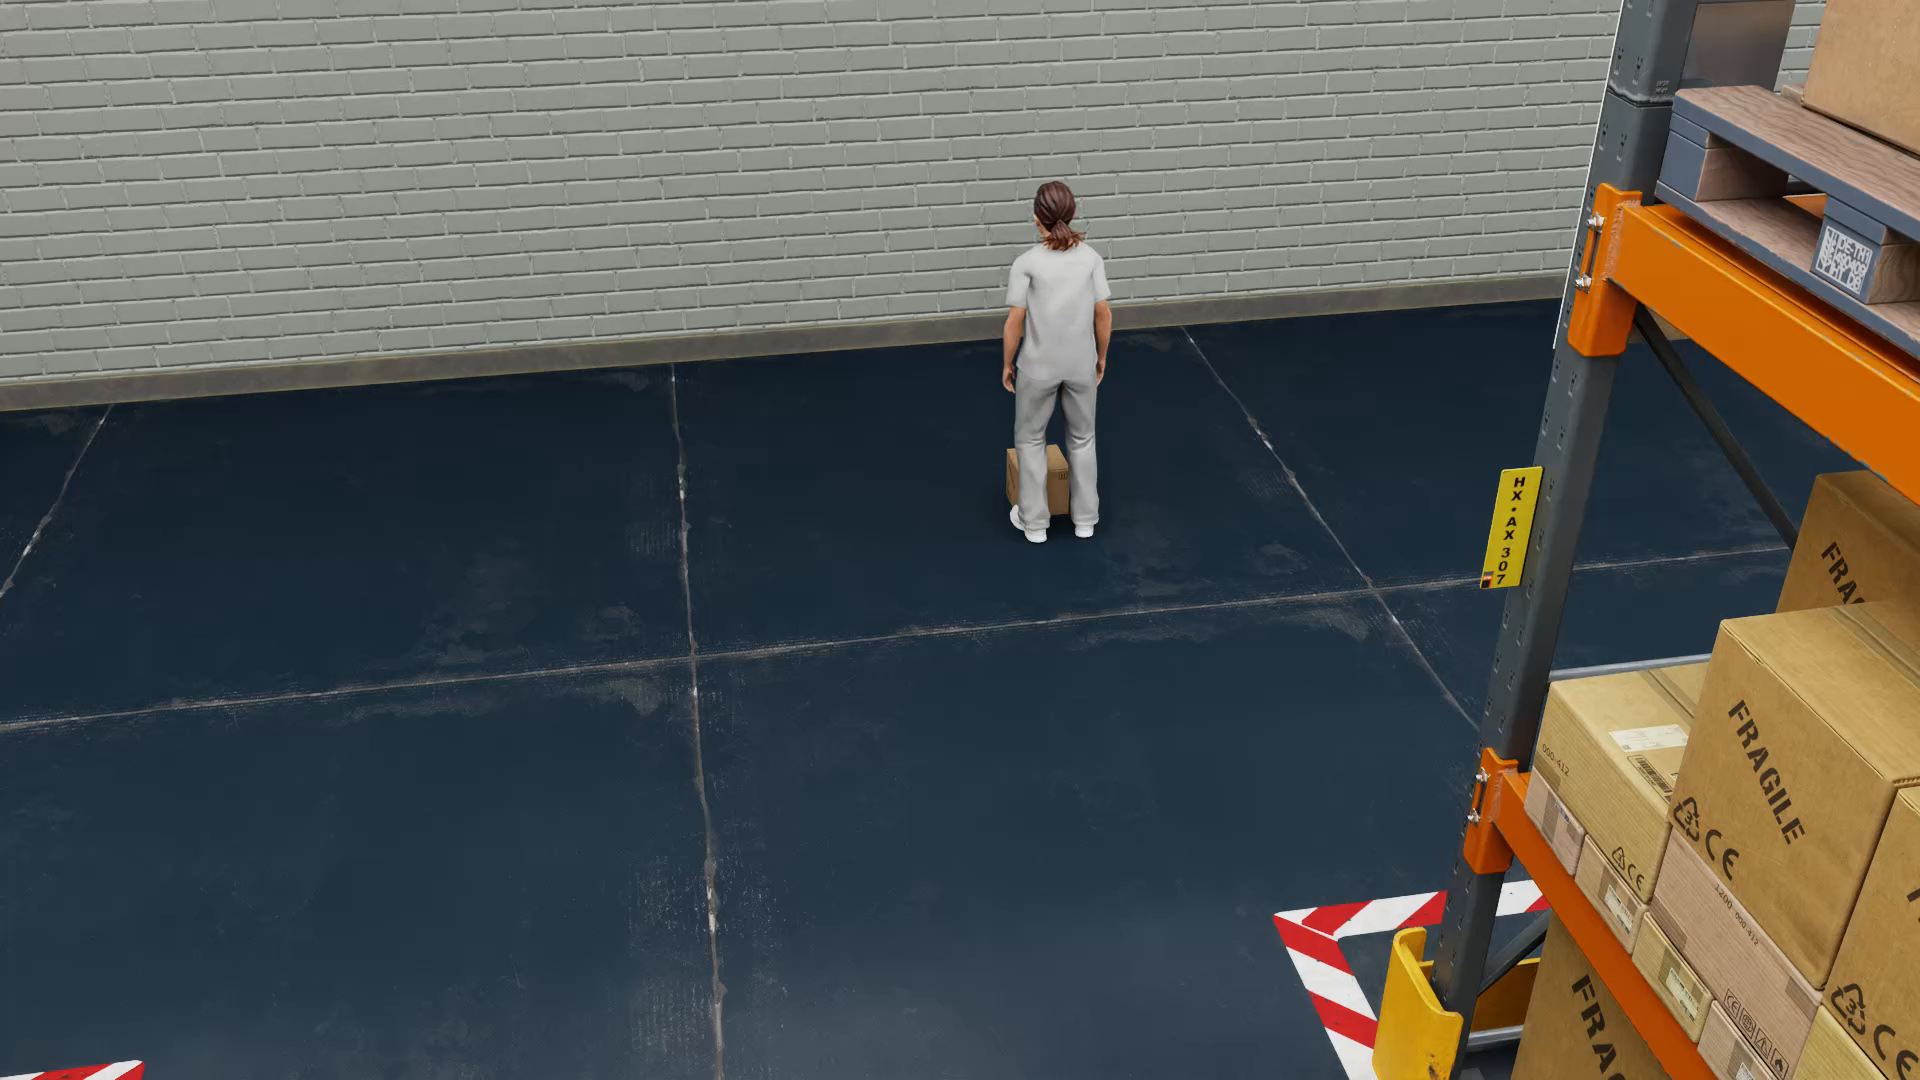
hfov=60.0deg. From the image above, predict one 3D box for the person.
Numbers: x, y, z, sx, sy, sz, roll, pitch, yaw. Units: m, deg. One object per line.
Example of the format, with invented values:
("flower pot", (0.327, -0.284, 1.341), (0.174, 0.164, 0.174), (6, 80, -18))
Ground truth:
("person", (0.428, -0.769, 7.426), (0.490, 1.669, 0.354), (-5, 31, -9))
